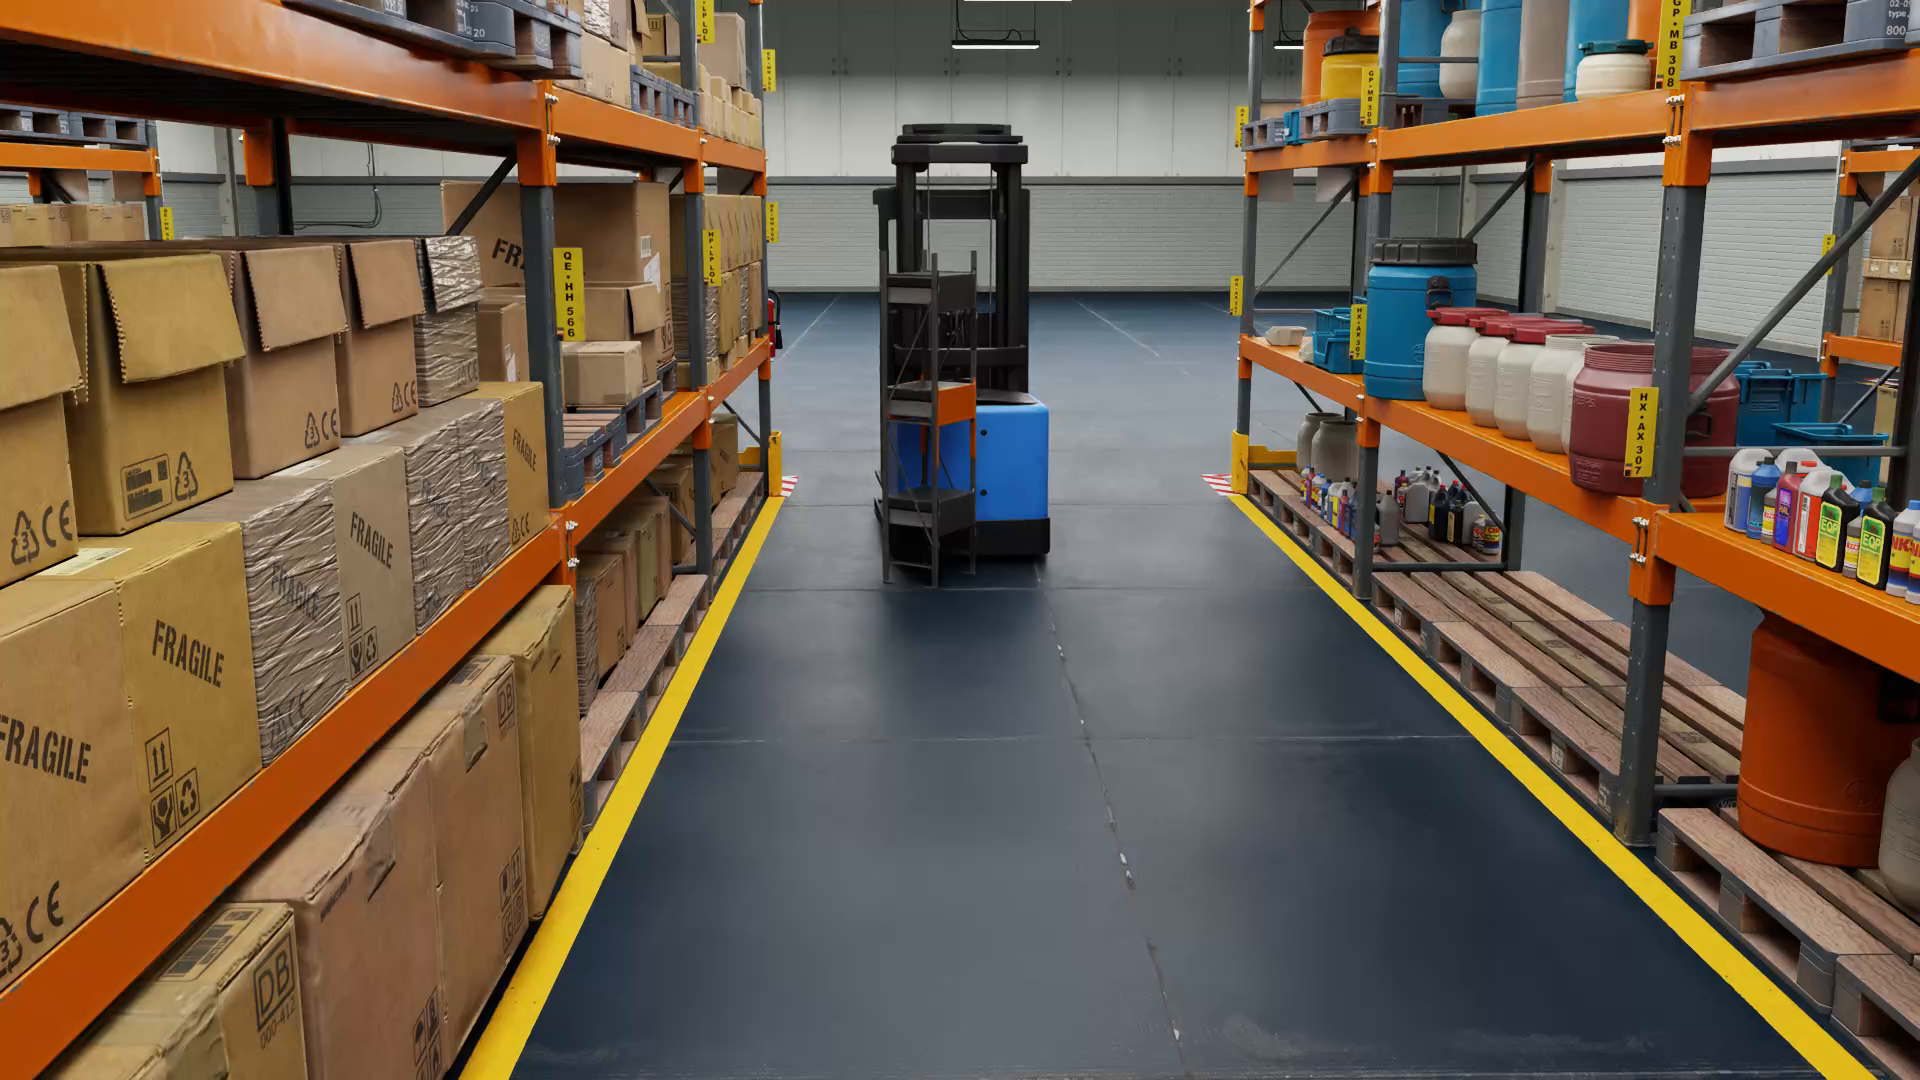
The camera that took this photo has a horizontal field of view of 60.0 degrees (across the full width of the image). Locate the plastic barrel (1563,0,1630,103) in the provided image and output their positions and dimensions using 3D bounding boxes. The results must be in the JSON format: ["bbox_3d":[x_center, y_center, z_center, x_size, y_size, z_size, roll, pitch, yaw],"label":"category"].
[{"bbox_3d":[3.193,-2.465,7.860,0.600,0.901,0.708,0,11,-1],"label":"plastic barrel"}]

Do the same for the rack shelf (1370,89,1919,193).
[{"bbox_3d":[2.979,-1.829,7.798,1.077,0.370,4.000,0,11,-1],"label":"rack shelf"}]

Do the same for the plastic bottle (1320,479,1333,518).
[{"bbox_3d":[2.595,-0.293,11.716,0.097,0.271,0.097,0,11,0],"label":"plastic bottle"}]

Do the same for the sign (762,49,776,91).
[{"bbox_3d":[-1.541,-3.787,13.408,0.100,0.325,0.005,0,11,-1],"label":"sign"}]

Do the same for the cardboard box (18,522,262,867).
[{"bbox_3d":[-1.619,0.260,2.983,0.500,0.500,0.500,0,11,-1],"label":"cardboard box"}]

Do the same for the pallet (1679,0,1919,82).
[{"bbox_3d":[2.939,-1.539,5.034,1.003,0.211,1.213,0,11,-1],"label":"pallet"}]

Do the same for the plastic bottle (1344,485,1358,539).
[{"bbox_3d":[2.633,-0.192,11.017,0.144,0.351,0.185,-1,11,-4],"label":"plastic bottle"}]

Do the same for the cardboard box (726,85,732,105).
[{"bbox_3d":[-1.800,-3.109,11.670,0.380,0.149,0.250,-1,11,-4],"label":"cardboard box"}]

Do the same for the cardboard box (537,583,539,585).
[{"bbox_3d":[-1.975,0.215,6.750,0.500,0.250,0.500,0,11,1],"label":"cardboard box"}]

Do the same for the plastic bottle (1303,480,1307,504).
[{"bbox_3d":[2.583,-0.367,12.254,0.097,0.201,0.097,0,11,0],"label":"plastic bottle"}]

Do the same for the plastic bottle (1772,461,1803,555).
[{"bbox_3d":[2.668,-0.104,5.323,0.061,0.283,0.133,0,11,-1],"label":"plastic bottle"}]

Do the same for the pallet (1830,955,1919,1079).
[{"bbox_3d":[3.101,1.451,4.378,1.003,0.211,1.213,0,11,-1],"label":"pallet"}]

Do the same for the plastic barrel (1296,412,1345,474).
[{"bbox_3d":[2.945,-0.761,13.466,0.421,0.512,0.421,0,11,0],"label":"plastic barrel"}]

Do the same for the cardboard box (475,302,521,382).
[{"bbox_3d":[-1.982,-0.656,6.441,0.500,0.500,0.500,-2,12,-8],"label":"cardboard box"}]

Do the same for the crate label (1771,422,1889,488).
[{"bbox_3d":[3.387,-0.318,6.502,0.303,0.233,0.416,0,11,-1],"label":"crate label"}]

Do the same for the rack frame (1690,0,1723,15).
[{"bbox_3d":[3.021,-3.255,5.468,1.000,3.000,0.127,0,11,-1],"label":"rack frame"}]

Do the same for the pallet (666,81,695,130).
[{"bbox_3d":[-2.108,-2.344,8.997,1.213,0.211,1.003,0,11,-1],"label":"pallet"}]

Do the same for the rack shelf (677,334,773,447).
[{"bbox_3d":[-2.055,-1.134,11.915,1.077,0.370,4.000,0,11,-1],"label":"rack shelf"}]

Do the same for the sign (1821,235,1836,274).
[{"bbox_3d":[7.253,-2.386,13.901,0.100,0.325,0.005,0,11,-1],"label":"sign"}]

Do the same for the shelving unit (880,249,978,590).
[{"bbox_3d":[-0.194,-0.777,10.597,0.431,2.100,0.503,7,14,29],"label":"shelving unit"}]

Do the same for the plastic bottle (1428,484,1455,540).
[{"bbox_3d":[3.192,-0.189,11.000,0.144,0.351,0.185,0,11,-1],"label":"plastic bottle"}]

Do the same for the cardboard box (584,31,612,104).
[{"bbox_3d":[-1.697,-1.887,6.650,0.500,0.250,0.500,0,11,0],"label":"cardboard box"}]

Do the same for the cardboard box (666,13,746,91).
[{"bbox_3d":[-1.811,-3.487,11.902,0.500,0.500,0.500,0,11,-1],"label":"cardboard box"}]

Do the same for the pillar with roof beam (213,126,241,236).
[{"bbox_3d":[-14.169,-10.602,41.683,9.100,9.000,0.548,0,11,-1],"label":"pillar with roof beam"}]

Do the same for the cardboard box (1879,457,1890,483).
[{"bbox_3d":[7.610,-0.576,13.212,0.500,0.250,0.500,0,11,-1],"label":"cardboard box"}]

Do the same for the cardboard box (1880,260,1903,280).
[{"bbox_3d":[7.609,-2.160,13.278,0.380,0.149,0.250,-1,11,-3],"label":"cardboard box"}]

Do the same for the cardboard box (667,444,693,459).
[{"bbox_3d":[-2.093,-0.387,11.651,0.500,0.500,0.500,-1,12,-6],"label":"cardboard box"}]

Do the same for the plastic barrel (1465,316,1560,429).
[{"bbox_3d":[2.754,-0.839,8.310,0.433,0.535,0.433,0,11,0],"label":"plastic barrel"}]

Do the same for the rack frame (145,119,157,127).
[{"bbox_3d":[-7.058,-4.824,13.205,1.000,3.000,0.127,0,11,-1],"label":"rack frame"}]

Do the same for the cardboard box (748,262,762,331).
[{"bbox_3d":[-1.982,-1.871,12.737,0.875,0.500,0.500,0,11,-1],"label":"cardboard box"}]

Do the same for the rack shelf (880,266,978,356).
[{"bbox_3d":[-0.192,-1.449,10.457,0.431,0.518,0.480,7,14,29],"label":"rack shelf"}]

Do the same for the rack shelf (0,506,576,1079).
[{"bbox_3d":[-1.890,0.456,4.076,1.077,0.370,4.000,0,11,-1],"label":"rack shelf"}]

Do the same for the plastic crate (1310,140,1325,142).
[{"bbox_3d":[2.501,-2.768,11.276,0.243,0.136,0.396,0,11,-1],"label":"plastic crate"}]

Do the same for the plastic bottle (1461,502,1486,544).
[{"bbox_3d":[3.336,-0.120,10.848,0.152,0.276,0.135,0,11,1],"label":"plastic bottle"}]

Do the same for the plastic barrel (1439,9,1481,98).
[{"bbox_3d":[3.126,-2.927,10.059,0.421,0.512,0.421,0,11,0],"label":"plastic barrel"}]

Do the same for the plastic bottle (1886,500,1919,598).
[{"bbox_3d":[2.699,0.023,4.723,0.097,0.271,0.097,0,11,0],"label":"plastic bottle"}]

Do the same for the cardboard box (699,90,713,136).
[{"bbox_3d":[-1.767,-2.576,10.046,0.500,0.250,0.500,-1,11,-3],"label":"cardboard box"}]

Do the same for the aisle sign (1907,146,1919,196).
[{"bbox_3d":[8.100,-3.213,13.812,0.394,0.787,0.004,0,11,-1],"label":"aisle sign"}]

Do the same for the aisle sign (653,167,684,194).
[{"bbox_3d":[-2.398,-3.169,13.599,0.394,0.787,0.004,0,11,-1],"label":"aisle sign"}]

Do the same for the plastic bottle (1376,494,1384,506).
[{"bbox_3d":[2.780,-0.161,11.052,0.152,0.276,0.135,0,11,-1],"label":"plastic bottle"}]

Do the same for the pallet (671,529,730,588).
[{"bbox_3d":[-2.063,0.144,10.818,1.003,0.211,1.213,0,11,-1],"label":"pallet"}]

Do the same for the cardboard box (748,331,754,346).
[{"bbox_3d":[-1.823,-1.606,13.064,0.380,0.149,0.250,0,11,-1],"label":"cardboard box"}]

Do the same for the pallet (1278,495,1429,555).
[{"bbox_3d":[2.938,-0.120,12.118,1.003,0.211,1.213,0,11,-1],"label":"pallet"}]

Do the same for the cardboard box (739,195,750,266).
[{"bbox_3d":[-1.814,-2.262,12.150,0.500,0.500,0.500,0,11,-1],"label":"cardboard box"}]

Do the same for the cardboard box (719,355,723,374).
[{"bbox_3d":[-1.757,-1.159,10.860,0.380,0.149,0.250,0,11,-1],"label":"cardboard box"}]

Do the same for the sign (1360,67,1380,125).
[{"bbox_3d":[2.388,-2.584,9.685,0.100,0.325,0.005,0,11,-1],"label":"sign"}]

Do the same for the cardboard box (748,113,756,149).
[{"bbox_3d":[-1.819,-3.087,12.563,0.500,0.250,0.500,0,11,-1],"label":"cardboard box"}]

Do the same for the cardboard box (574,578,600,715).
[{"bbox_3d":[-1.989,0.472,7.368,0.700,0.500,0.500,-1,12,-6],"label":"cardboard box"}]

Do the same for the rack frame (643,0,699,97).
[{"bbox_3d":[-2.014,-4.029,9.287,1.000,3.000,0.127,0,11,-1],"label":"rack frame"}]

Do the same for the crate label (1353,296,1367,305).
[{"bbox_3d":[3.164,-1.557,12.102,0.502,0.435,0.616,0,11,-1],"label":"crate label"}]

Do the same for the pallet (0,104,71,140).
[{"bbox_3d":[-7.004,-2.920,11.587,1.003,0.211,1.213,0,11,-1],"label":"pallet"}]

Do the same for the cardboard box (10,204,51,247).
[{"bbox_3d":[-6.968,-2.087,11.710,0.875,0.550,0.500,0,11,-1],"label":"cardboard box"}]

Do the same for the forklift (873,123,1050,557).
[{"bbox_3d":[-0.071,-1.559,12.374,1.130,2.935,3.031,-1,12,-6],"label":"forklift"}]

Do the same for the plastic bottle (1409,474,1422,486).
[{"bbox_3d":[3.312,-0.344,11.956,0.152,0.276,0.135,-1,11,-3],"label":"plastic bottle"}]

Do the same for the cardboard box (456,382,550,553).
[{"bbox_3d":[-1.673,-0.246,5.476,0.500,0.500,0.500,0,11,1],"label":"cardboard box"}]

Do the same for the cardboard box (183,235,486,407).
[{"bbox_3d":[-1.932,-0.689,5.138,0.797,0.503,0.637,0,11,1],"label":"cardboard box"}]
